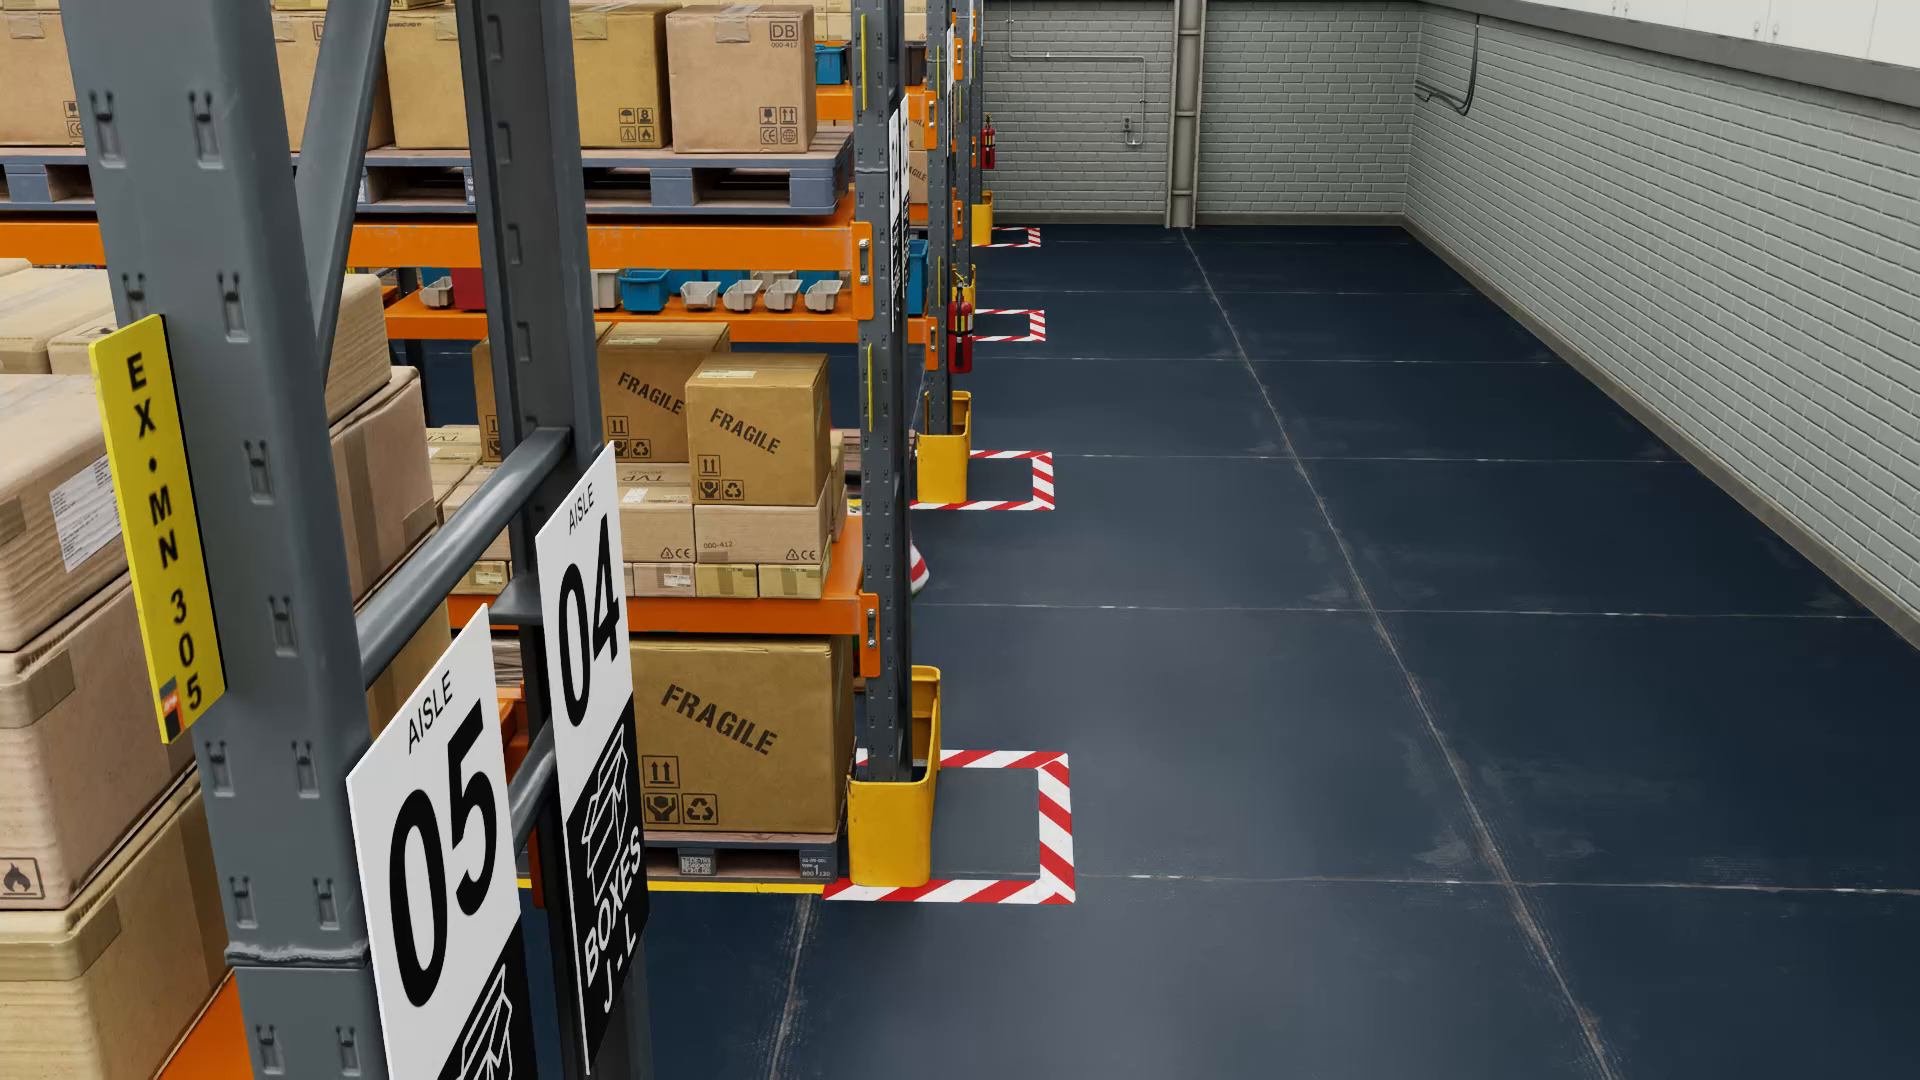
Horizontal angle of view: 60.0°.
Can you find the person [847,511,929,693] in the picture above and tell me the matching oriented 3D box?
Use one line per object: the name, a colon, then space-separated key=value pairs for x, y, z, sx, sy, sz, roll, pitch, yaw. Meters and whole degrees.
person: x=-0.594 y=0.271 z=8.820 sx=0.866 sy=1.091 sz=0.577 roll=-5 pitch=21 yaw=-12
